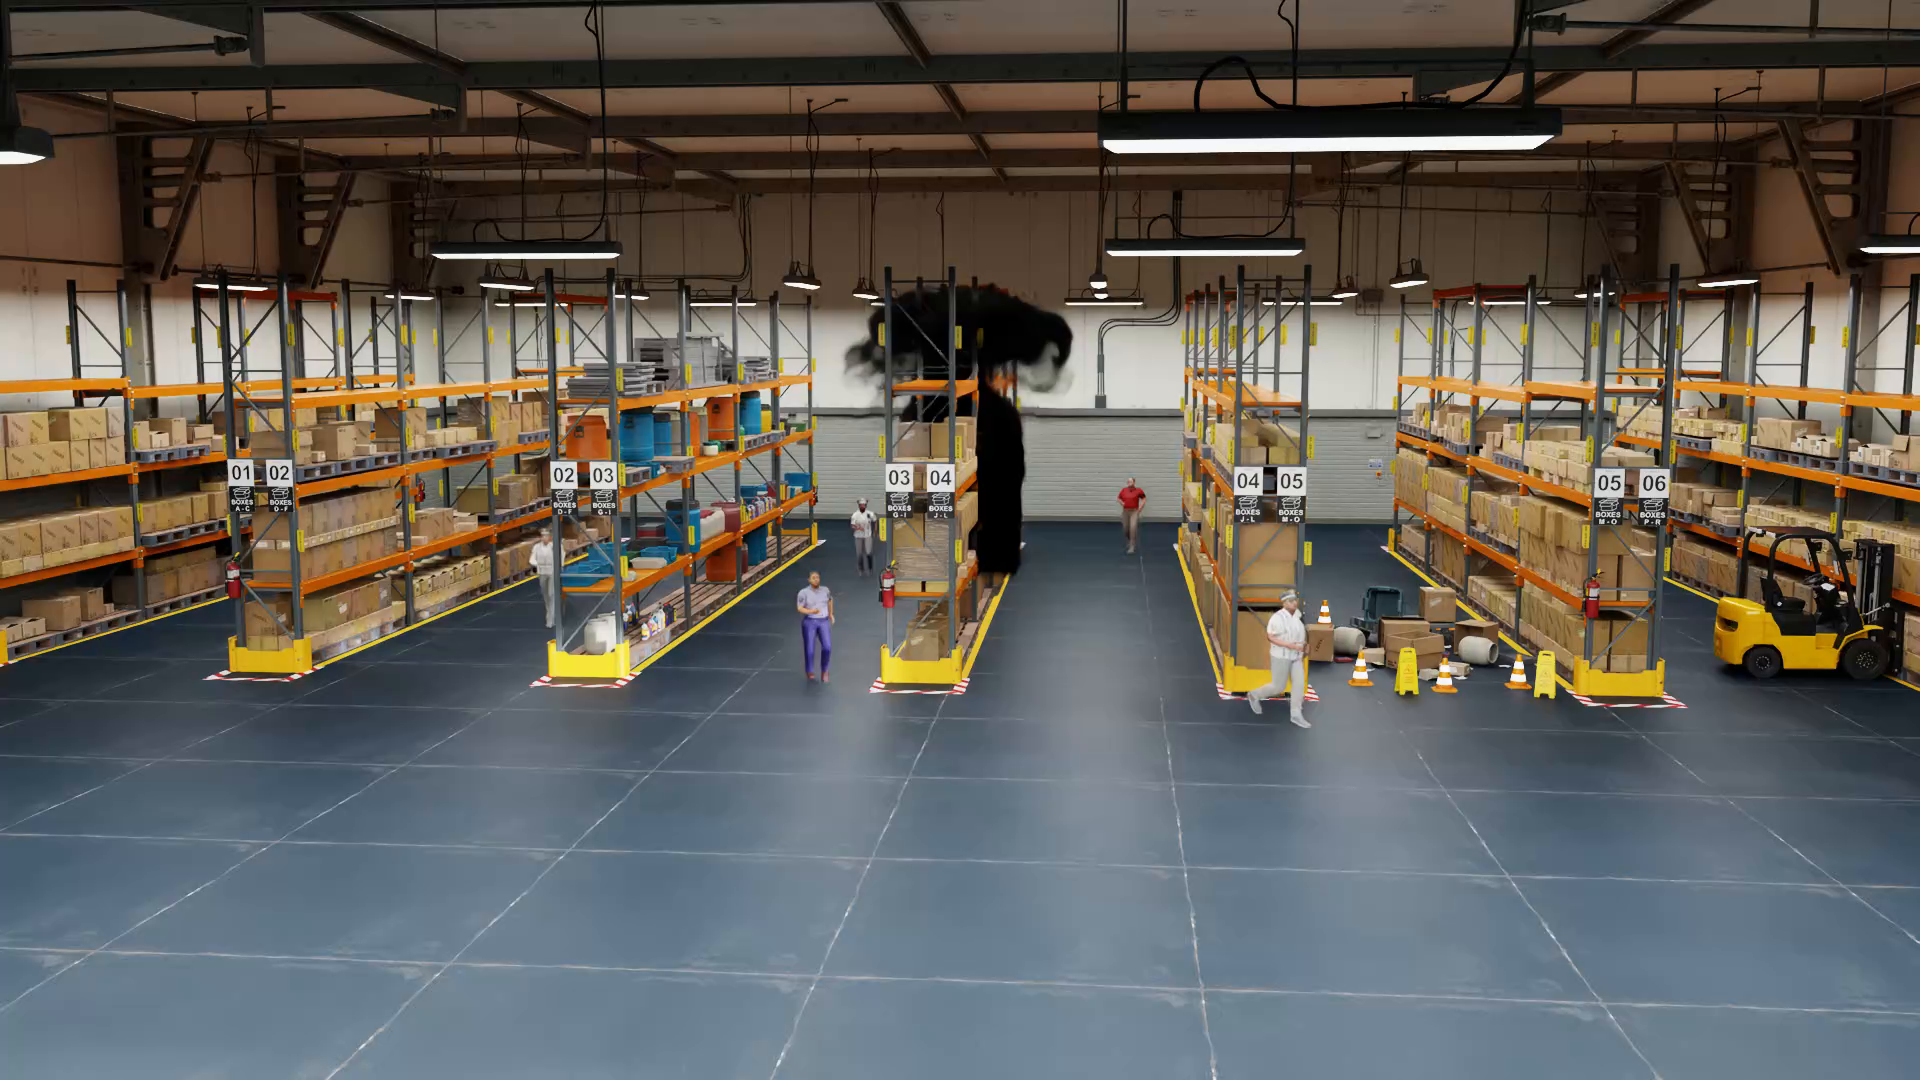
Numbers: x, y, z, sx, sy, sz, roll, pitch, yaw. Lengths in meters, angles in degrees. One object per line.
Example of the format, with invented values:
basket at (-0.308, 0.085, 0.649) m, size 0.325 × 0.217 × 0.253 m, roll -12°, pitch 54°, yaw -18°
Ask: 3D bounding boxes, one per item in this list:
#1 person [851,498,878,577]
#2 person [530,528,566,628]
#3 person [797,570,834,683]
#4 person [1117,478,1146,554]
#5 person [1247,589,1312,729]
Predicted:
person at (-1.990, -0.047, 34.684) m, size 0.569 × 1.673 × 0.655 m, roll 0°, pitch 7°, yaw -3°
person at (-7.232, 0.623, 29.164) m, size 0.562 × 1.719 × 0.857 m, roll 0°, pitch 7°, yaw 1°
person at (-2.083, 1.265, 24.174) m, size 0.579 × 1.656 × 0.678 m, roll -2°, pitch 7°, yaw -16°
person at (4.008, -0.588, 39.095) m, size 0.665 × 1.763 × 0.838 m, roll 3°, pitch 8°, yaw 24°
person at (4.222, 1.516, 21.664) m, size 0.667 × 1.782 × 0.918 m, roll -5°, pitch 9°, yaw -37°
